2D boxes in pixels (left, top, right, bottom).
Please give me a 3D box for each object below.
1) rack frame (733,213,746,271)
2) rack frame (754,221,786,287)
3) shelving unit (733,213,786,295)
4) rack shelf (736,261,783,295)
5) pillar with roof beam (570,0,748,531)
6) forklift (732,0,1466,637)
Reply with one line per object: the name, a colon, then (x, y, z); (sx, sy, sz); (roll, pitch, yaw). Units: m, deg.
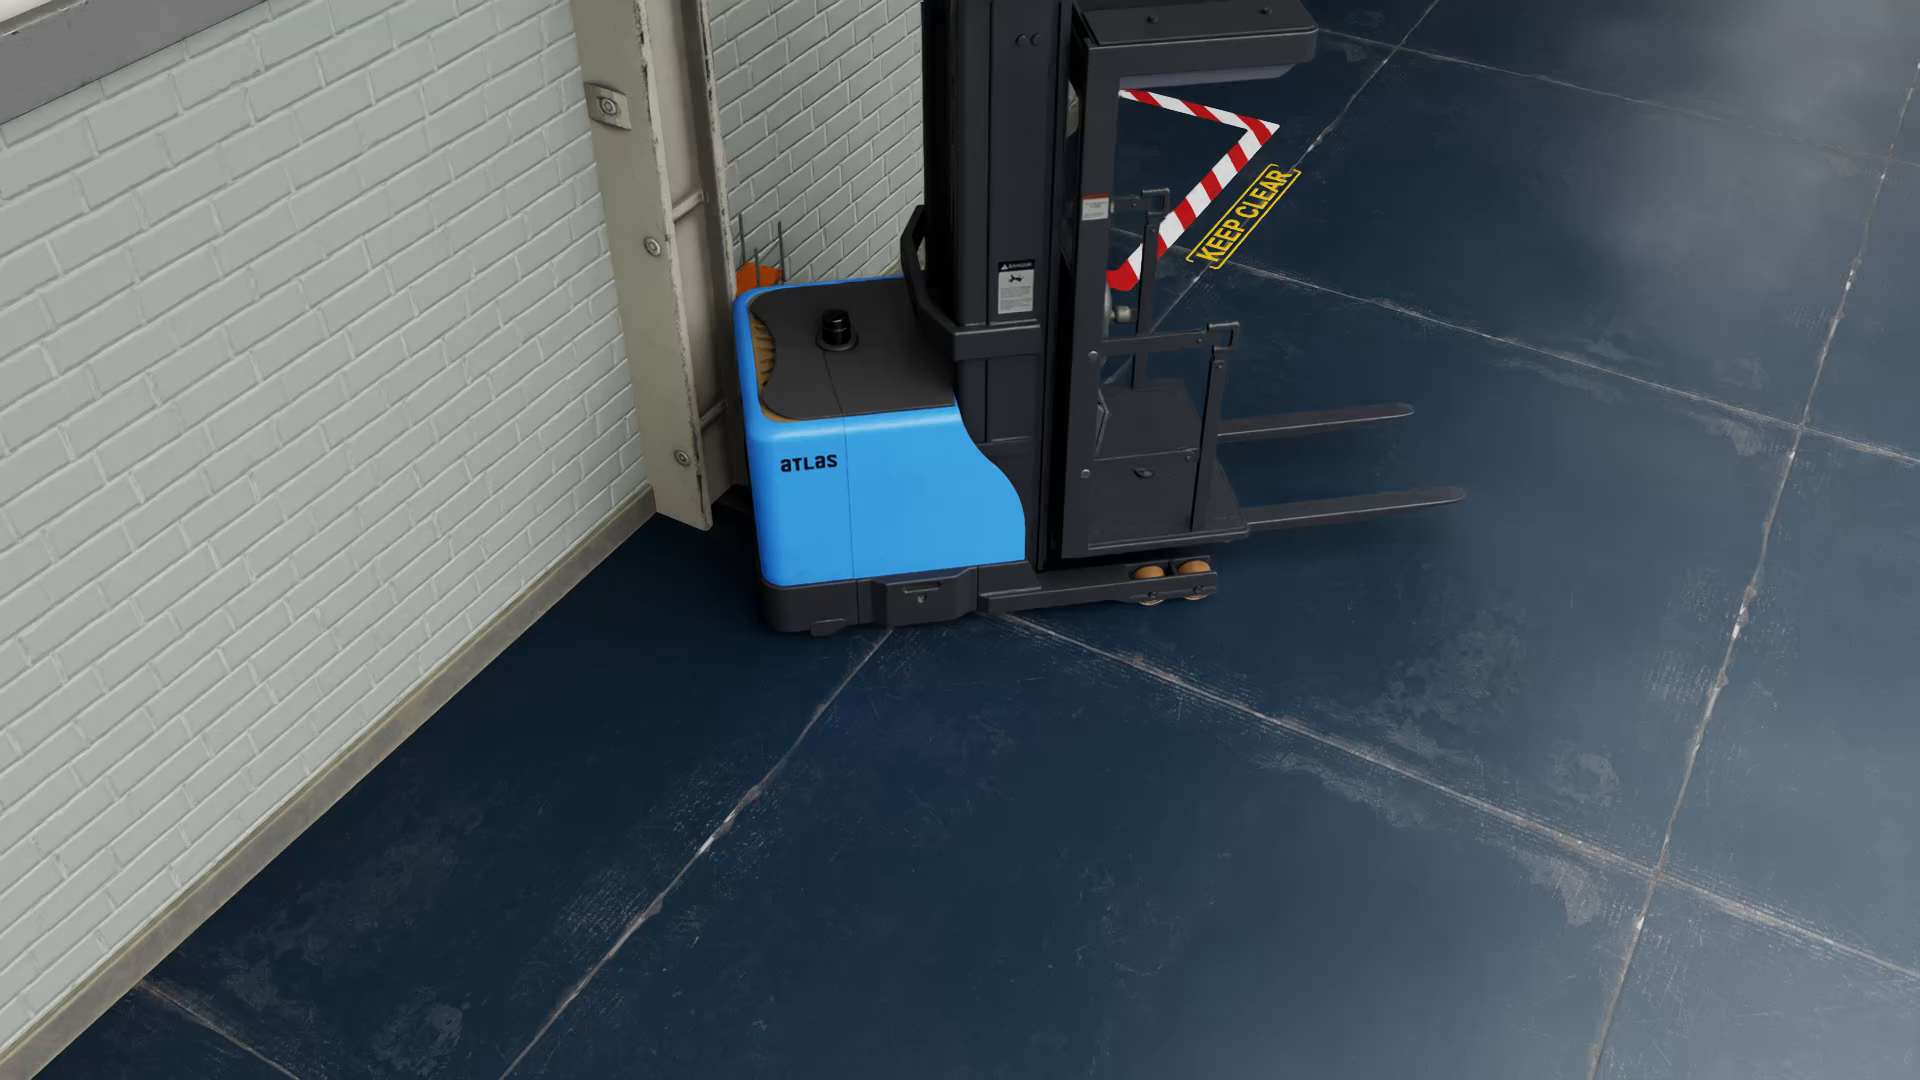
rack frame: (-0.965, -0.851, 7.309); (0.006, 1.200, 0.240); (14, 43, 16)
rack frame: (-0.794, -0.807, 7.259); (0.006, 1.200, 0.240); (14, 43, 16)
shelving unit: (-0.879, -0.829, 7.284); (0.189, 1.200, 0.258); (14, 43, 16)
rack shelf: (-0.879, -1.066, 7.075); (0.180, 0.103, 0.258); (14, 43, 16)
pillar with roof beam: (2.580, -2.155, 2.888); (9.100, 9.000, 0.400); (21, 45, 22)
forklift: (0.622, -1.168, 6.359); (3.031, 2.935, 1.130); (-6, 42, -7)
